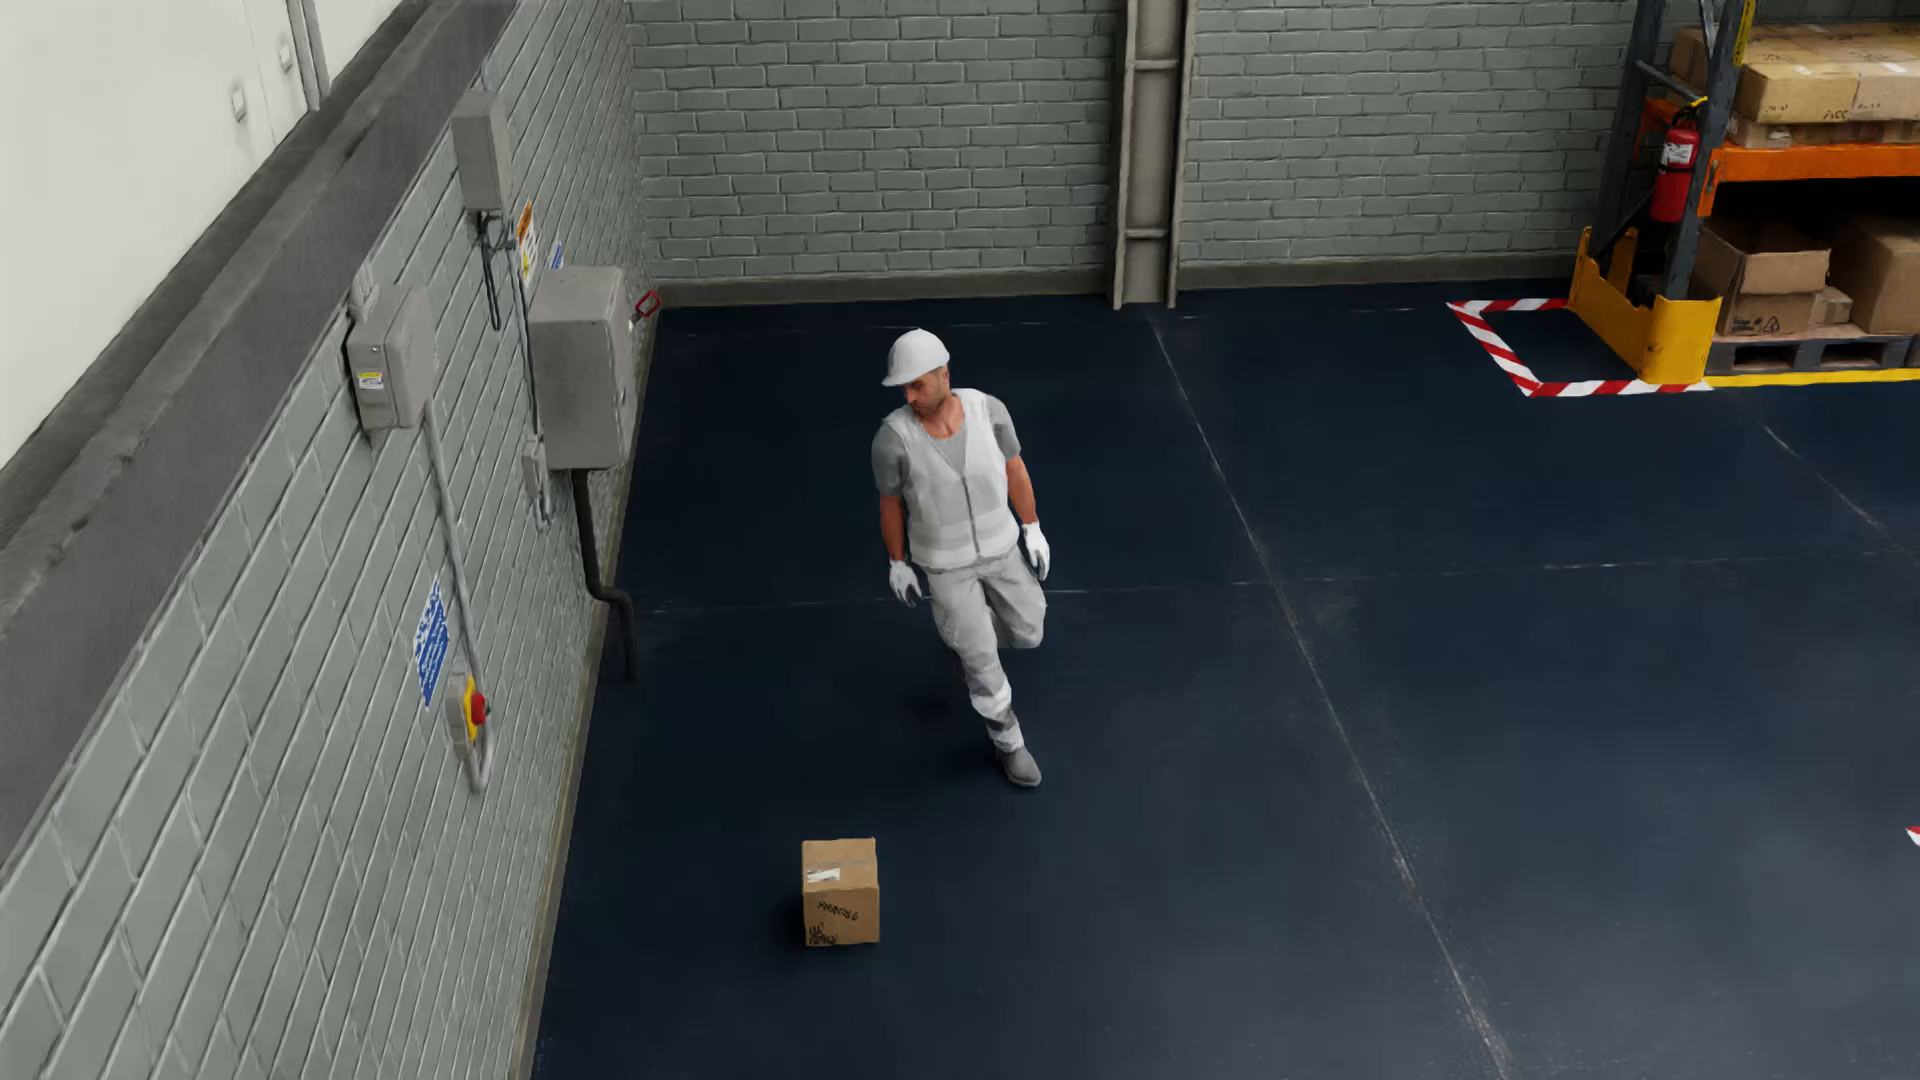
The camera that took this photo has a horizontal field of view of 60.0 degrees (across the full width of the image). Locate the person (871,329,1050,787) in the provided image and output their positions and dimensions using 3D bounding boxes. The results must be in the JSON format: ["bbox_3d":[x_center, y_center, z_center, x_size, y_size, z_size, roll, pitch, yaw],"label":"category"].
[{"bbox_3d":[0.009,0.051,6.078,0.616,1.733,0.775,-12,33,-20],"label":"person"}]
